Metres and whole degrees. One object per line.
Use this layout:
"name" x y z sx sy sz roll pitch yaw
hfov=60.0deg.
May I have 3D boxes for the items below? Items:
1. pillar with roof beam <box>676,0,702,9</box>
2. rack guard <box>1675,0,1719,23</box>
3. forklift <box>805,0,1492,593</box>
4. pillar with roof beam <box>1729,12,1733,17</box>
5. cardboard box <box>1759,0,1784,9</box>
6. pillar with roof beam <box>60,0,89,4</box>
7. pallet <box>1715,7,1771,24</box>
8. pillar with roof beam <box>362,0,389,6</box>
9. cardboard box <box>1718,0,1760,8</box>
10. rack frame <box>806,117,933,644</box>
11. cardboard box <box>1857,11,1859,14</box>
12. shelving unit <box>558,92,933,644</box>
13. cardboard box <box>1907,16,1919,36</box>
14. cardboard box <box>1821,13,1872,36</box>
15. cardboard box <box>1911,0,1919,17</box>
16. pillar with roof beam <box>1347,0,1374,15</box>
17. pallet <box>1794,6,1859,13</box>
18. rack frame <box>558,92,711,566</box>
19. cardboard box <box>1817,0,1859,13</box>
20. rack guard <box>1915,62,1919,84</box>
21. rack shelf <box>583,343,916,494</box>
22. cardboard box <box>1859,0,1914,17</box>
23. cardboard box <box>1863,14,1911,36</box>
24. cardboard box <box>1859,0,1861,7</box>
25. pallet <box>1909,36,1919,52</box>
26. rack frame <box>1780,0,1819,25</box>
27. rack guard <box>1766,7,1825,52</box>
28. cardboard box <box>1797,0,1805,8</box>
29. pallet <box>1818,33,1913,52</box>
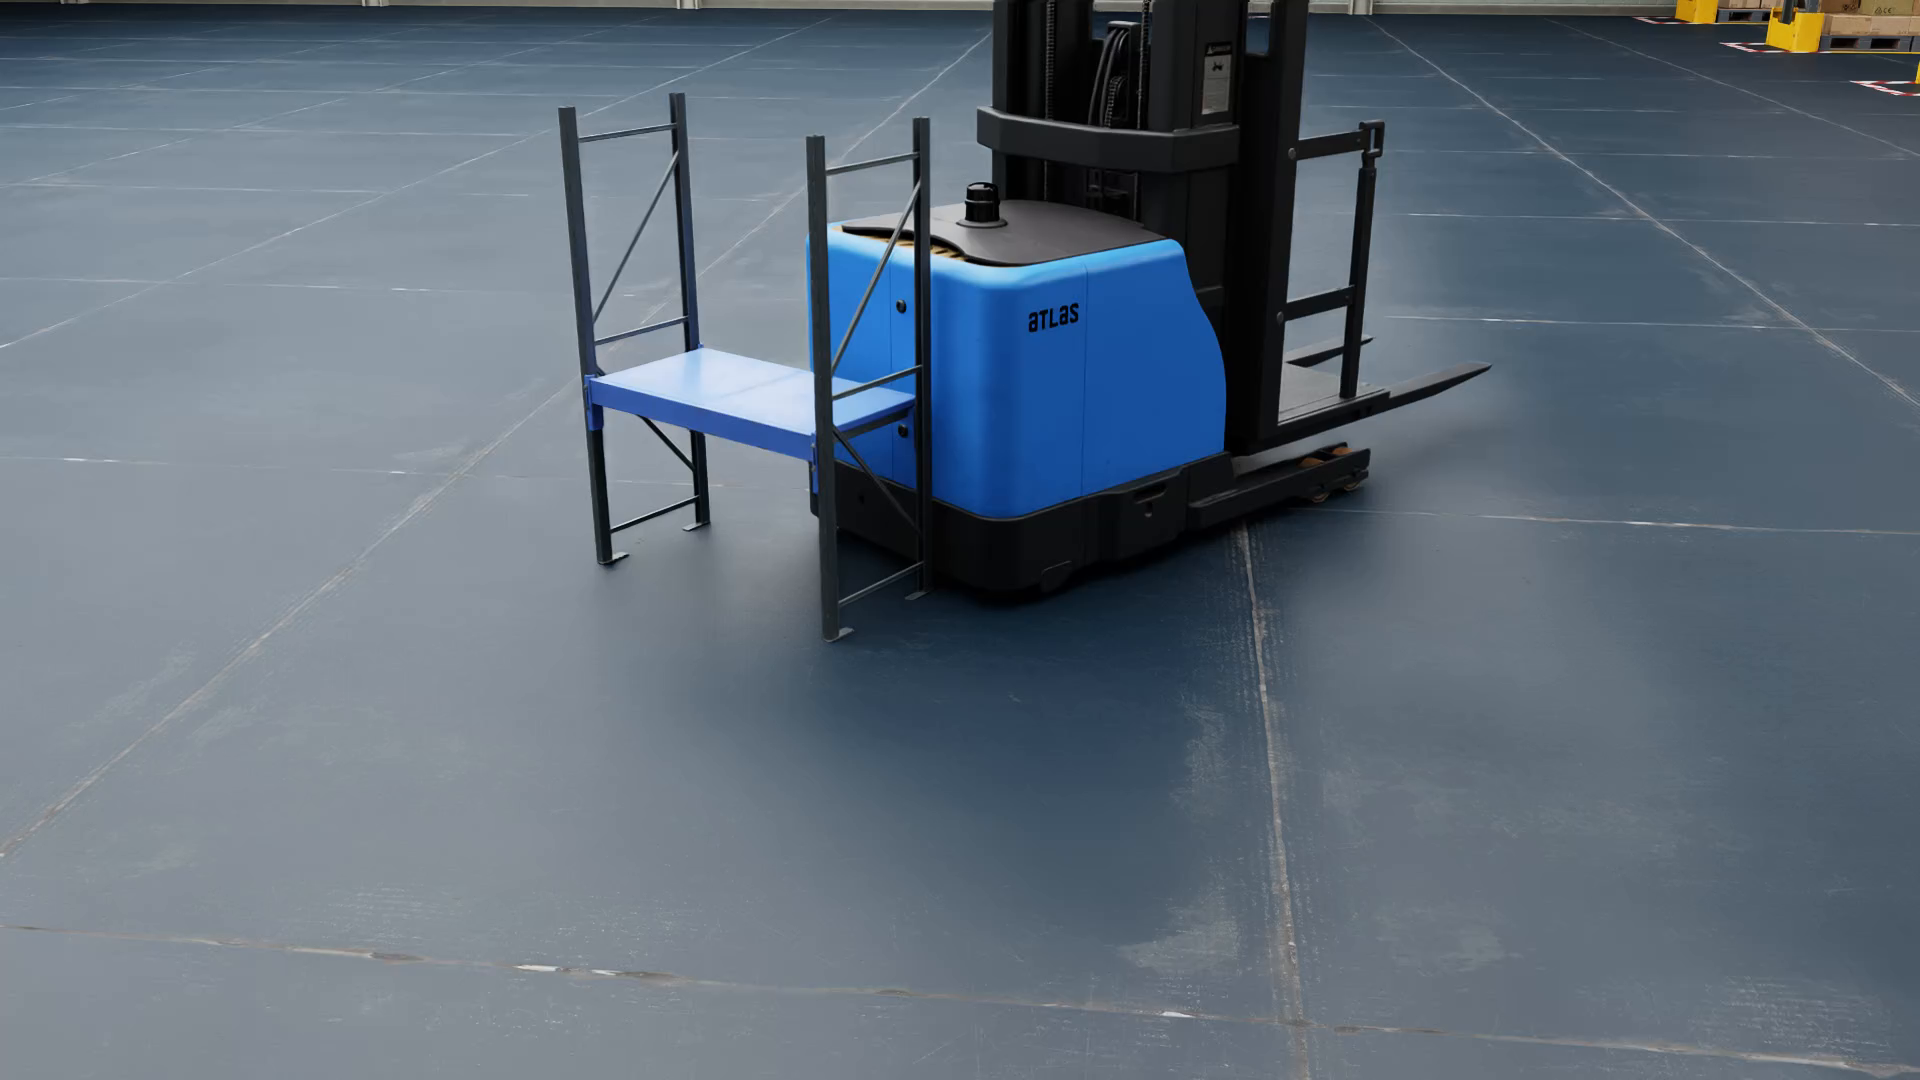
"pillar with roof beam" -5.441 -12.320 24.727 0.400 9.000 9.100 2 22 6
"rack guard" 12.219 -8.872 27.565 0.348 0.500 1.175 2 22 6
"forklift" 0.912 -1.629 5.938 3.031 2.935 1.130 -18 28 -38
"pillar with roof beam" 12.434 -11.541 22.757 0.400 9.000 9.100 2 22 6
"cardboard box" 13.386 -8.904 27.306 0.500 0.311 0.500 4 22 11
"pillar with roof beam" -17.358 -12.839 26.041 0.400 9.000 9.100 2 22 6
"pallet" 13.022 -8.690 27.497 1.213 0.211 1.003 2 22 6
"pillar with roof beam" -11.399 -12.580 25.384 0.400 9.000 9.100 2 22 6
"cardboard box" 12.820 -8.929 27.368 0.500 0.311 0.500 0 22 0
"rack frame" -0.251 -0.460 4.928 0.032 1.500 0.500 16 26 34
"cardboard box" 12.630 -7.213 23.138 0.500 0.250 0.500 2 22 6
"shelving unit" -0.655 -0.574 5.215 1.048 1.500 0.538 16 26 34
"cardboard box" 13.064 -6.999 22.596 0.500 0.250 0.500 2 22 6
"cardboard box" 12.071 -7.041 22.703 0.500 0.250 0.500 2 22 6
"cardboard box" 13.066 -7.352 22.469 0.500 0.500 0.500 2 22 6
"pillar with roof beam" 6.476 -11.801 23.414 0.400 9.000 9.100 2 22 6
"pallet" 14.230 -8.636 27.361 1.213 0.211 1.003 2 22 6
"rack frame" -1.058 -0.688 5.503 0.032 1.500 0.500 16 26 34
"cardboard box" 12.132 -7.580 23.045 0.500 0.500 0.500 2 22 6
"rack guard" 11.059 -5.272 18.459 0.348 0.500 1.175 2 22 6
"rack shelf" -0.655 -0.407 5.282 1.000 0.185 0.538 16 26 34
"cardboard box" 12.567 -7.369 22.512 0.500 0.500 0.500 2 22 6
"cardboard box" 12.568 -7.021 22.652 0.500 0.250 0.500 2 22 6
"cardboard box" 15.080 -8.937 27.131 0.500 0.500 0.500 1 22 2
"pallet" 13.537 -6.861 22.870 1.213 0.211 1.003 2 22 6
"rack frame" 11.564 -8.229 22.539 0.127 3.000 1.000 2 22 6
"rack guard" 11.541 -7.068 23.001 0.348 0.500 1.175 2 22 6
"cardboard box" 14.109 -8.942 27.145 0.500 0.500 0.700 1 22 3
"pallet" 12.329 -6.914 23.006 1.213 0.211 1.003 2 22 6
